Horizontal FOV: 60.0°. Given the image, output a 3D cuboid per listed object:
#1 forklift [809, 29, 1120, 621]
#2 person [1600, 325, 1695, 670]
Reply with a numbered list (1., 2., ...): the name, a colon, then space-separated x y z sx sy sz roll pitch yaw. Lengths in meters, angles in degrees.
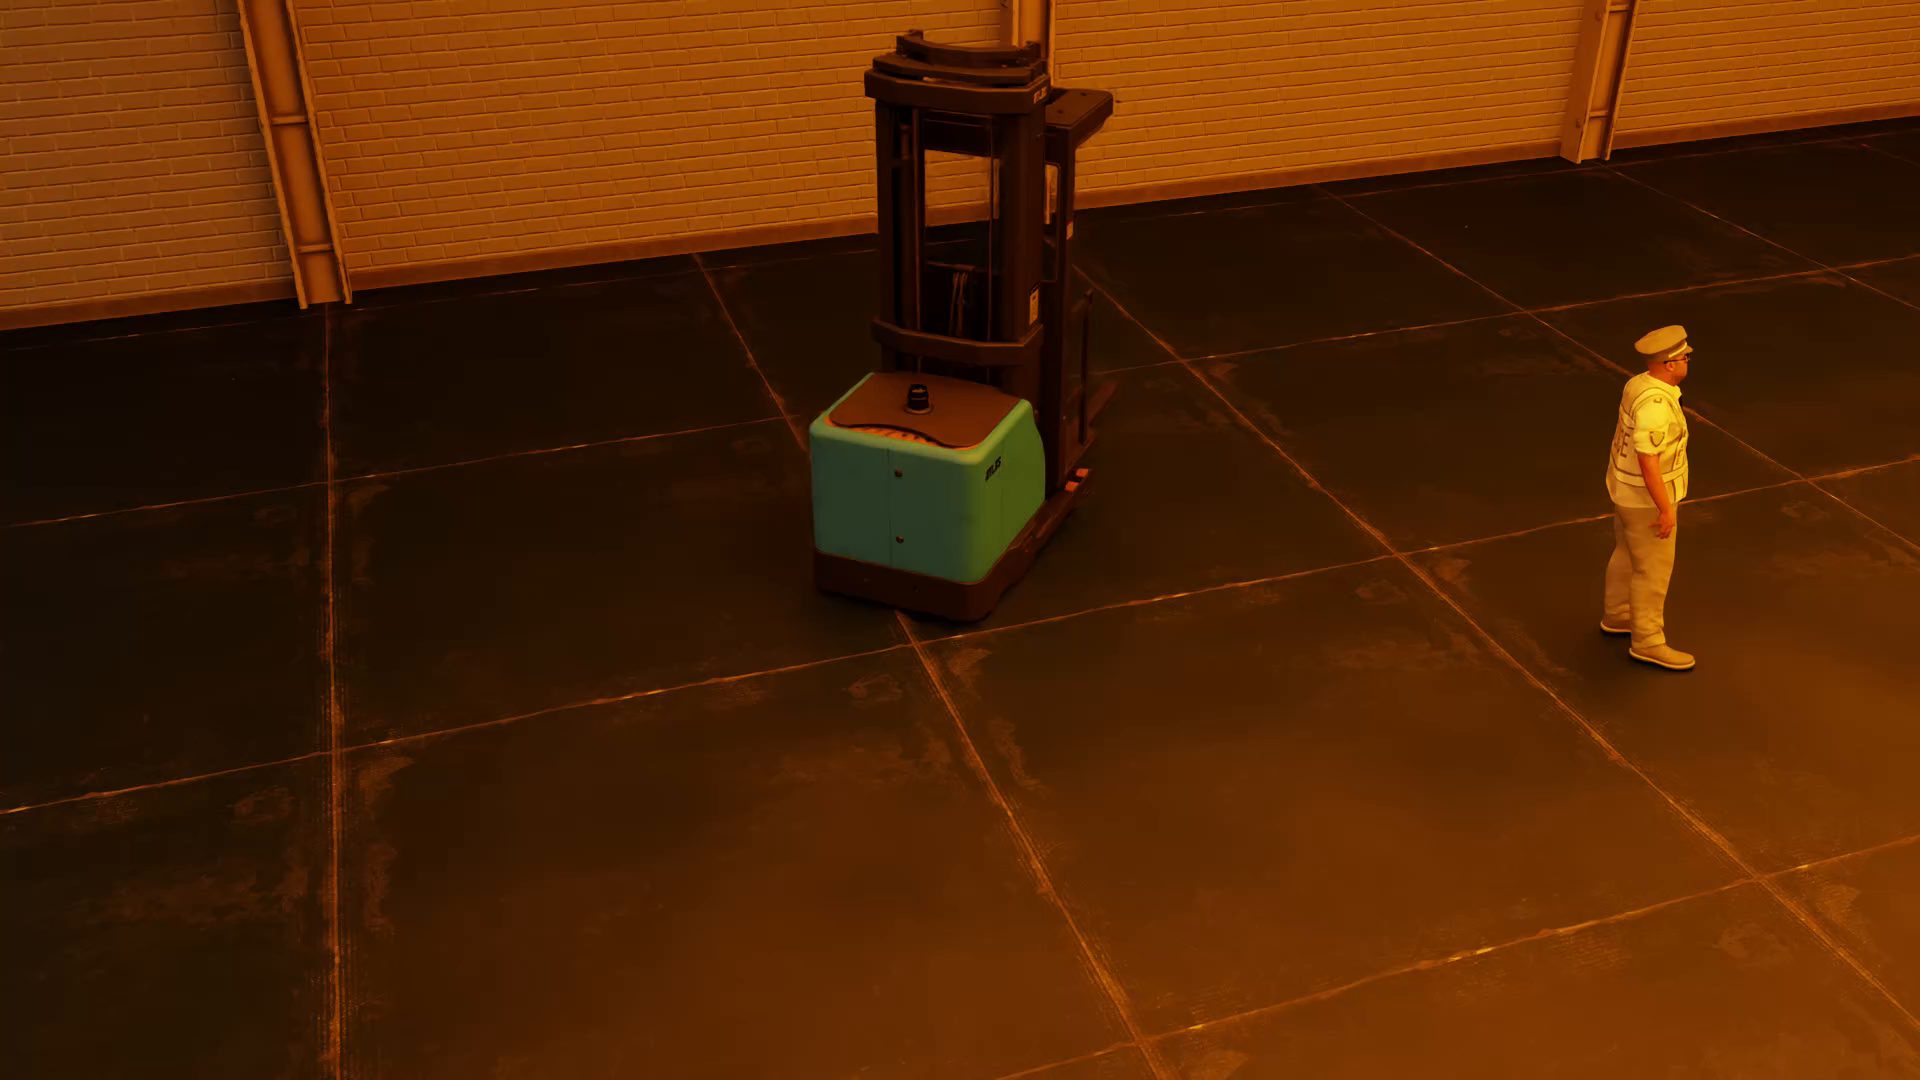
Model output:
1. forklift: 0.205 -1.543 9.768 1.130 2.935 3.031 12 32 20
2. person: 3.663 -0.251 8.663 0.575 1.779 0.639 5 30 8
